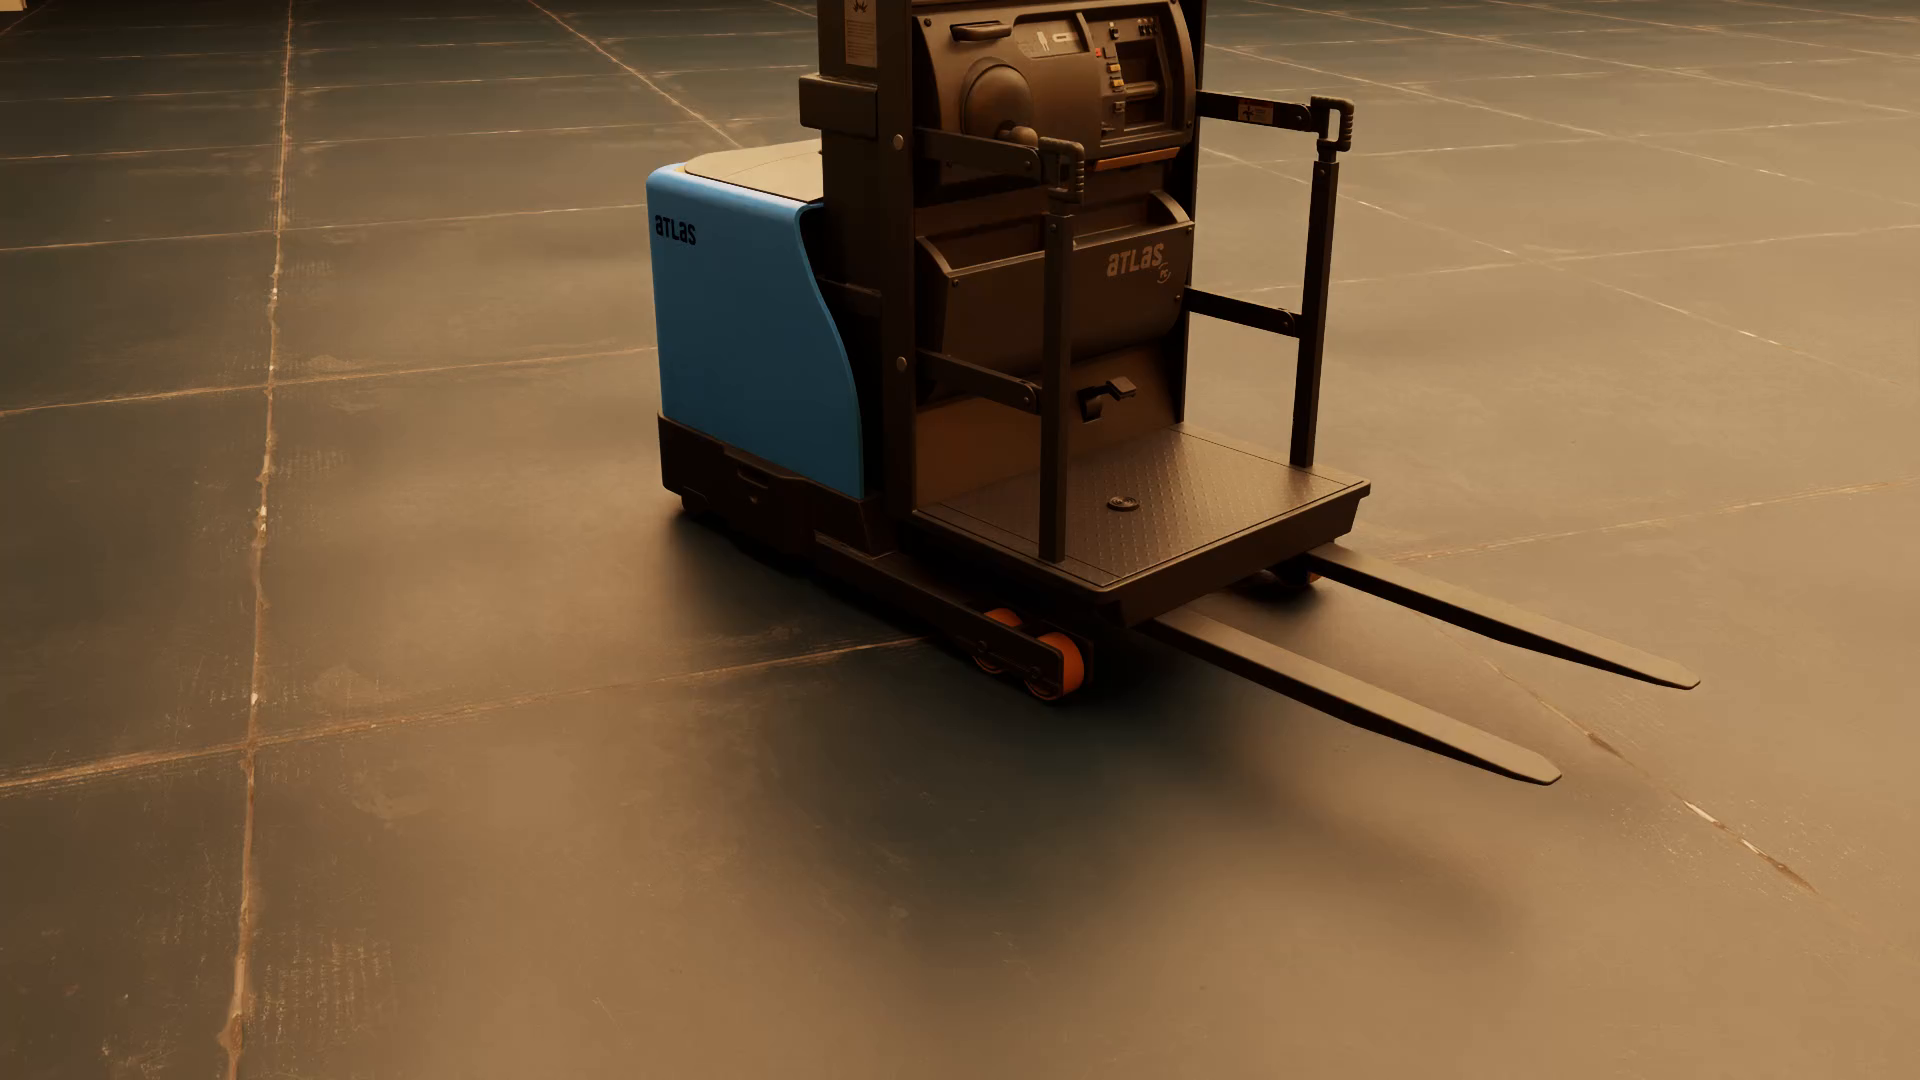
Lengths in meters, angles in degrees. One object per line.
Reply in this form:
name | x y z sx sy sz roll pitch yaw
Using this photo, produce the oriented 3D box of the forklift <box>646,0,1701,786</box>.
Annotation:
forklift | 0.409 -1.176 4.096 1.130 2.935 3.031 -19 30 -38
